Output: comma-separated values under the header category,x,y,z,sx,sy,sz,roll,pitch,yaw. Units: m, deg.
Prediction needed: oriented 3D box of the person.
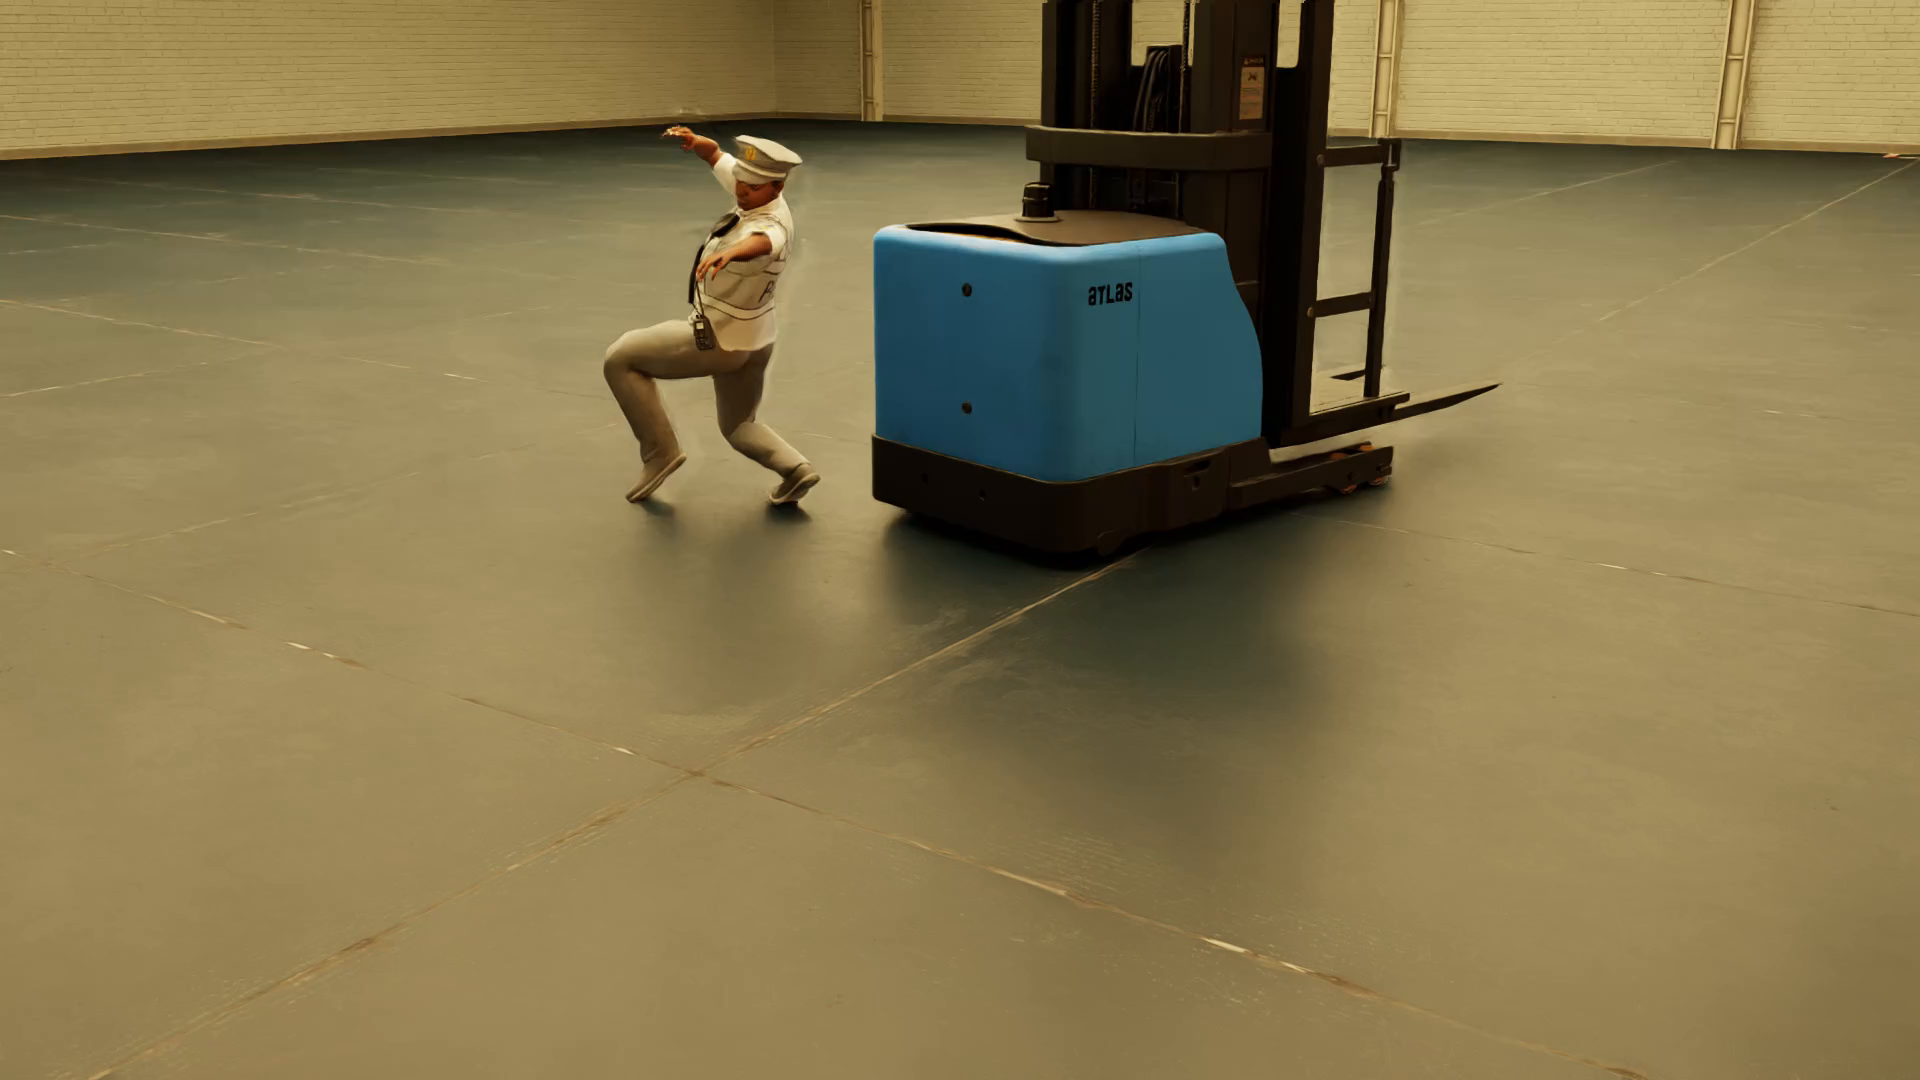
category,x,y,z,sx,sy,sz,roll,pitch,yaw
person,-0.999,-0.753,6.019,0.841,1.443,1.003,5,17,17

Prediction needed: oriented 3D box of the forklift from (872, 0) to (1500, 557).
category,x,y,z,sx,sy,sz,roll,pitch,yaw
forklift,1.103,-1.682,6.456,3.031,2.935,1.130,-14,22,-40
